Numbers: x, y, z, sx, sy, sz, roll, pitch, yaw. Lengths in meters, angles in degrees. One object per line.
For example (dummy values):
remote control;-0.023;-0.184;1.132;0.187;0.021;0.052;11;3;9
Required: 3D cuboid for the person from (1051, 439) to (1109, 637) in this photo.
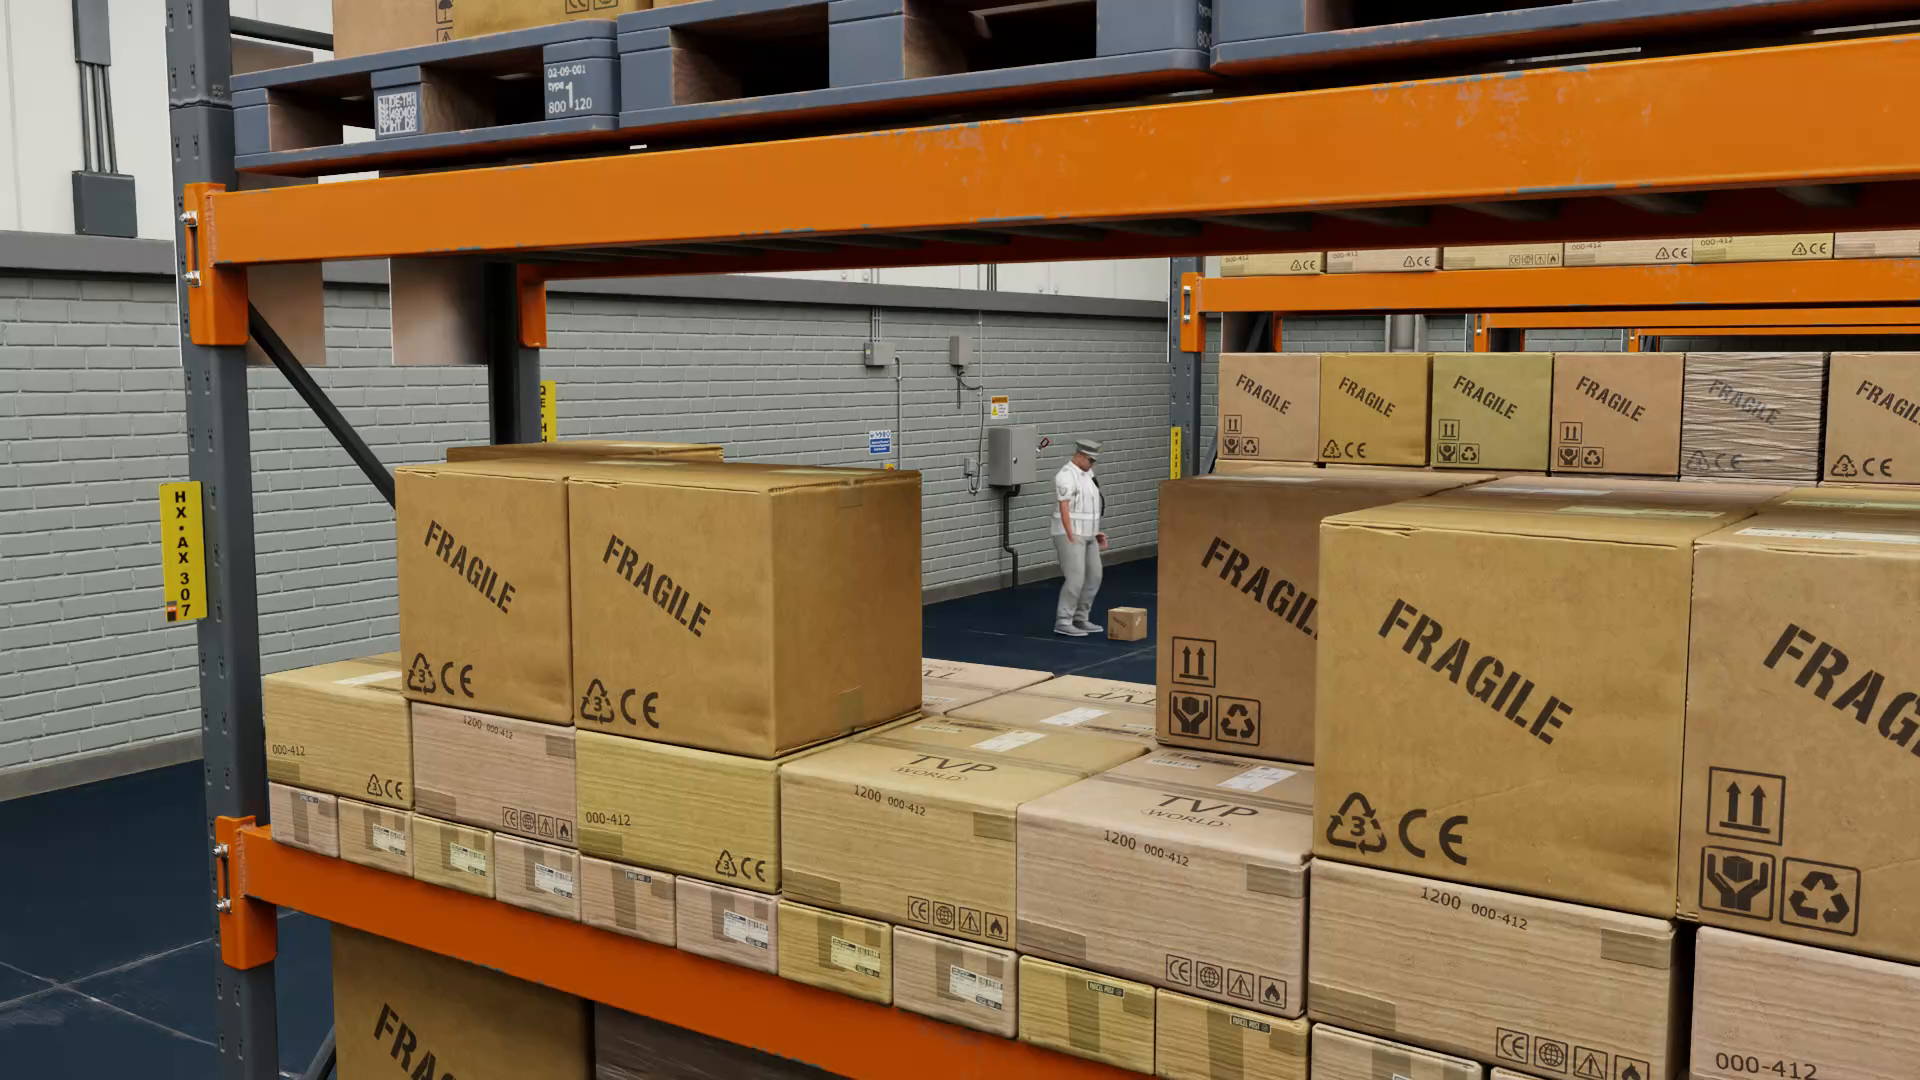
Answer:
person;1.049;-0.030;14.685;0.424;1.726;0.544;4;8;35
